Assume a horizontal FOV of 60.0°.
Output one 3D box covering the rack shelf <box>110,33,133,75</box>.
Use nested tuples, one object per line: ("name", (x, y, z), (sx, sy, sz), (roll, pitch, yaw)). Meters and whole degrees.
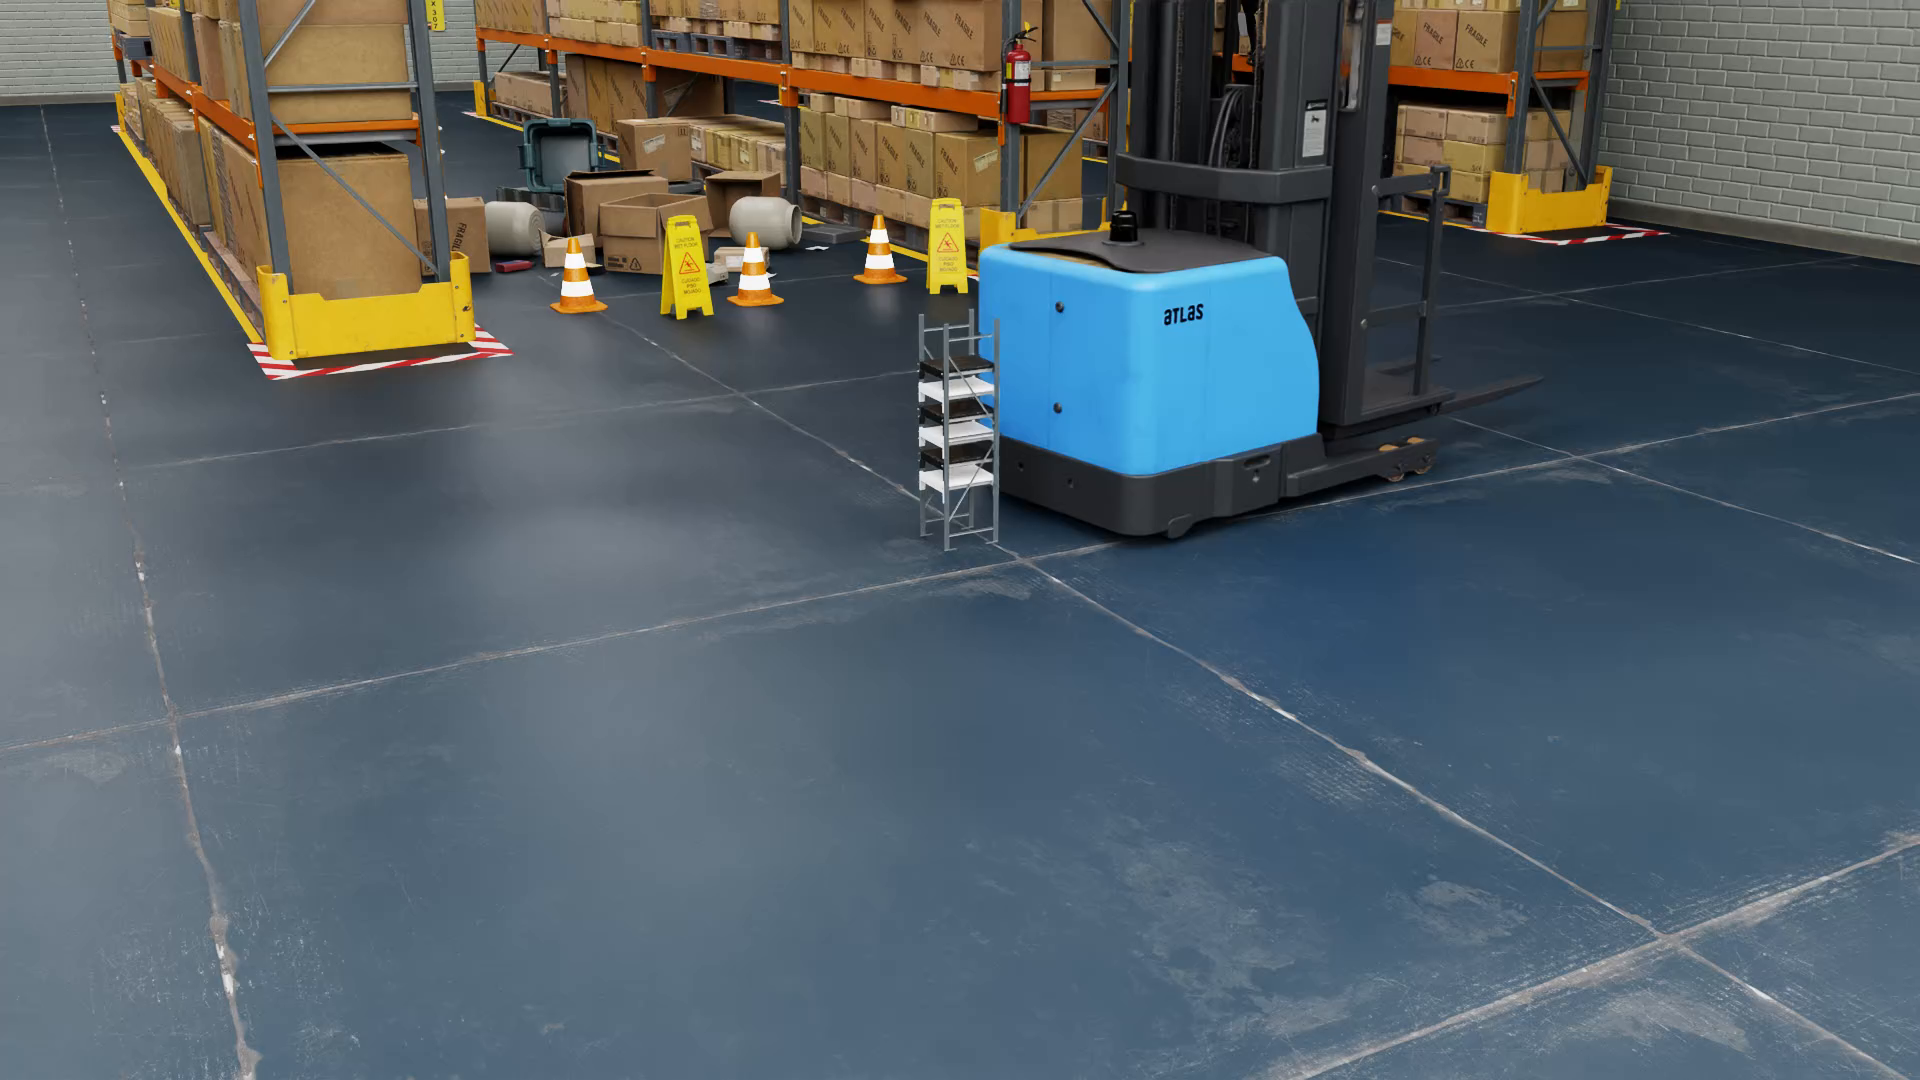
("rack shelf", (-10.199, -6.280, 21.336), (1.077, 0.370, 4.000), (-10, 21, -27))

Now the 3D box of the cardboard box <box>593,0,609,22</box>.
("cardboard box", (-4.003, -6.249, 19.606), (0.500, 0.250, 0.500), (-11, 22, -28))

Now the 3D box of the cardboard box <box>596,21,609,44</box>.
("cardboard box", (-3.991, -6.019, 19.705), (0.500, 0.250, 0.500), (-10, 22, -27))

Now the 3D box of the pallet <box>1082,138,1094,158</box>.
("pallet", (1.682, -4.903, 20.516), (1.003, 0.211, 1.213), (-10, 21, -27))

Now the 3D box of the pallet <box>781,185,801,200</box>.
("pallet", (-1.513, -3.450, 16.307), (1.003, 0.211, 1.213), (-10, 21, -27))

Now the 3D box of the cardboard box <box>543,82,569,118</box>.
("cardboard box", (-5.144, -6.026, 22.780), (0.875, 0.438, 0.875), (-10, 22, -27))

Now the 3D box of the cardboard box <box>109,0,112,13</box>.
("cardboard box", (-9.467, -6.082, 18.944), (0.380, 0.149, 0.250), (-10, 21, -26))

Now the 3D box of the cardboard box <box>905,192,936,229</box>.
("cardboard box", (-0.102, -2.636, 13.244), (0.500, 0.250, 0.500), (-10, 21, -26))

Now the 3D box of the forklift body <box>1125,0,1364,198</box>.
("forklift body", (2.618, -4.027, 15.006), (2.313, 2.155, 1.214), (-10, 21, -27))

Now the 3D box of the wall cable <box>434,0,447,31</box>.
("wall cable", (-9.538, -10.100, 29.698), (0.585, 1.953, 0.123), (-10, 21, -27))

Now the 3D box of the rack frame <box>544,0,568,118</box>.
("rack frame", (-4.941, -6.842, 21.860), (1.000, 3.000, 0.127), (-10, 21, -27))

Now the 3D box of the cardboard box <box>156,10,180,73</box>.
("cardboard box", (-6.656, -4.341, 14.459), (0.500, 0.500, 0.500), (-10, 22, -27))

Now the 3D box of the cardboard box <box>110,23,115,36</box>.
("cardboard box", (-11.045, -6.780, 22.065), (0.380, 0.149, 0.250), (-11, 22, -28))

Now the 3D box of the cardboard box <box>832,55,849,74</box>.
("cardboard box", (-0.869, -4.074, 14.224), (0.380, 0.149, 0.250), (-9, 21, -25))

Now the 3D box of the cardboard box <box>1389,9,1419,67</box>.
("cardboard box", (4.178, -4.612, 15.246), (0.500, 0.500, 0.500), (-10, 22, -28))

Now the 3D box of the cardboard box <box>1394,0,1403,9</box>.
("cardboard box", (4.082, -4.941, 15.205), (0.380, 0.149, 0.250), (-10, 21, -26))

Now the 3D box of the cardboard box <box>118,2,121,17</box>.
("cardboard box", (-8.599, -5.559, 17.429), (0.380, 0.149, 0.250), (-9, 21, -25))

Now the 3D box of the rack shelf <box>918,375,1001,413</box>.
("rack shelf", (-0.004, -0.566, 6.444), (0.258, 0.077, 0.200), (-10, 21, -27))

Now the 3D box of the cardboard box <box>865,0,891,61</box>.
("cardboard box", (-0.435, -4.135, 13.407), (0.500, 0.500, 0.500), (-10, 21, -26))

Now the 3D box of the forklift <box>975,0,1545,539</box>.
("forklift", (1.529, -1.761, 7.241), (3.031, 2.935, 1.130), (-15, 24, -36))

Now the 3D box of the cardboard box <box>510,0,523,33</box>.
("cardboard box", (-5.887, -7.271, 22.952), (0.500, 0.500, 0.500), (-10, 22, -27))

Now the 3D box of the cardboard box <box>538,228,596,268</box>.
("cardboard box", (-3.013, -2.249, 12.742), (0.396, 0.266, 0.258), (-6, 20, -17))

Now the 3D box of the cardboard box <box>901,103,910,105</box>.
("cardboard box", (-0.542, -6.455, 23.927), (0.500, 0.500, 0.500), (-9, 21, -24))

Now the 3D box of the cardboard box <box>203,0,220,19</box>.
("cardboard box", (-4.548, -3.753, 11.022), (0.875, 0.550, 0.500), (-10, 21, -27))

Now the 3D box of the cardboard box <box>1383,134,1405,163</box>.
("cardboard box", (4.126, -3.684, 15.514), (0.500, 0.250, 0.500), (-11, 22, -28))

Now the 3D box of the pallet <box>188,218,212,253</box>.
("pallet", (-5.883, -2.641, 13.962), (1.003, 0.211, 1.213), (-10, 21, -27))

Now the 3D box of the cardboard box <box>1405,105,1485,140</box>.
("cardboard box", (4.383, -3.768, 14.991), (0.500, 0.250, 0.500), (-10, 21, -26))

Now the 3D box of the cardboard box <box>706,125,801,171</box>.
("cardboard box", (-2.069, -4.057, 17.175), (0.950, 0.372, 0.625), (-9, 21, -25))

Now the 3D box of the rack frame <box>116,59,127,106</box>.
("rack frame", (-11.148, -7.194, 22.882), (1.000, 3.000, 0.127), (-10, 21, -27))

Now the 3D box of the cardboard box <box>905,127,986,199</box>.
("cardboard box", (-0.103, -2.989, 13.117), (0.500, 0.500, 0.500), (-9, 21, -25))

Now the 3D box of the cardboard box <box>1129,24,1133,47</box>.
("cardboard box", (2.051, -5.786, 19.031), (0.500, 0.250, 0.500), (-9, 21, -25))

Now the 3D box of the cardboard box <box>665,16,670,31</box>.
("cardboard box", (-2.946, -5.565, 17.901), (0.380, 0.149, 0.250), (-11, 22, -30))

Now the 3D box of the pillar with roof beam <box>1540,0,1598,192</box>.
("pillar with roof beam", (1.798, -6.675, 12.181), (9.100, 9.000, 0.400), (-10, 21, -27))

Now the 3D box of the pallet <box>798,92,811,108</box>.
("pallet", (-2.058, -7.191, 27.148), (1.003, 0.211, 1.213), (-10, 21, -27))

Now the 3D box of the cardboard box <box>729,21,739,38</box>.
("cardboard box", (-2.017, -4.949, 16.118), (0.380, 0.149, 0.250), (-10, 21, -26))

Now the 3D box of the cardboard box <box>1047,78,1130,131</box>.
("cardboard box", (1.609, -5.358, 20.558), (0.875, 0.625, 0.625), (-9, 21, -25))

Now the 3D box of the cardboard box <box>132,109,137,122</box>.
("cardboard box", (-9.961, -5.229, 20.456), (0.380, 0.149, 0.250), (-11, 22, -29))

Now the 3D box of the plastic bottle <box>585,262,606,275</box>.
("plastic bottle", (-2.783, -2.027, 12.412), (0.283, 0.061, 0.133), (16, 25, 39))

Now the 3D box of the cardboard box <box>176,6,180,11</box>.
("cardboard box", (-6.415, -4.849, 14.398), (0.700, 0.500, 0.500), (-10, 22, -27))

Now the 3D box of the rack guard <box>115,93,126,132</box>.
("rack guard", (-11.112, -5.991, 23.227), (1.175, 0.500, 0.348), (-10, 21, -27))

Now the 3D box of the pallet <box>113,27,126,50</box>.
("pallet", (-9.014, -5.713, 18.885), (1.003, 0.211, 1.213), (-10, 21, -27))

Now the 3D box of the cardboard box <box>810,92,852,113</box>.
("cardboard box", (-1.093, -3.849, 14.614), (0.380, 0.149, 0.250), (-10, 21, -26))

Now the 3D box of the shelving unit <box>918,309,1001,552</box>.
("shelving unit", (-0.004, -0.428, 6.491), (0.258, 0.900, 0.210), (-10, 21, -27))

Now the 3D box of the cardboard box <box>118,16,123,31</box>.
("cardboard box", (-8.725, -5.495, 17.698), (0.380, 0.149, 0.250), (-11, 22, -29))

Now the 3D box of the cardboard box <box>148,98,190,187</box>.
("cardboard box", (-7.140, -3.844, 15.978), (1.050, 0.750, 0.750), (-10, 22, -27))

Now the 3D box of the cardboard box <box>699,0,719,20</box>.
("cardboard box", (-2.289, -5.470, 16.632), (0.500, 0.500, 0.500), (-11, 22, -29))

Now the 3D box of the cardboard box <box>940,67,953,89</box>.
("cardboard box", (0.071, -3.485, 12.517), (0.380, 0.149, 0.250), (-10, 22, -28))

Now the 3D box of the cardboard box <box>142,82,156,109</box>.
("cardboard box", (-8.637, -4.865, 18.170), (0.500, 0.250, 0.500), (-9, 21, -25))
